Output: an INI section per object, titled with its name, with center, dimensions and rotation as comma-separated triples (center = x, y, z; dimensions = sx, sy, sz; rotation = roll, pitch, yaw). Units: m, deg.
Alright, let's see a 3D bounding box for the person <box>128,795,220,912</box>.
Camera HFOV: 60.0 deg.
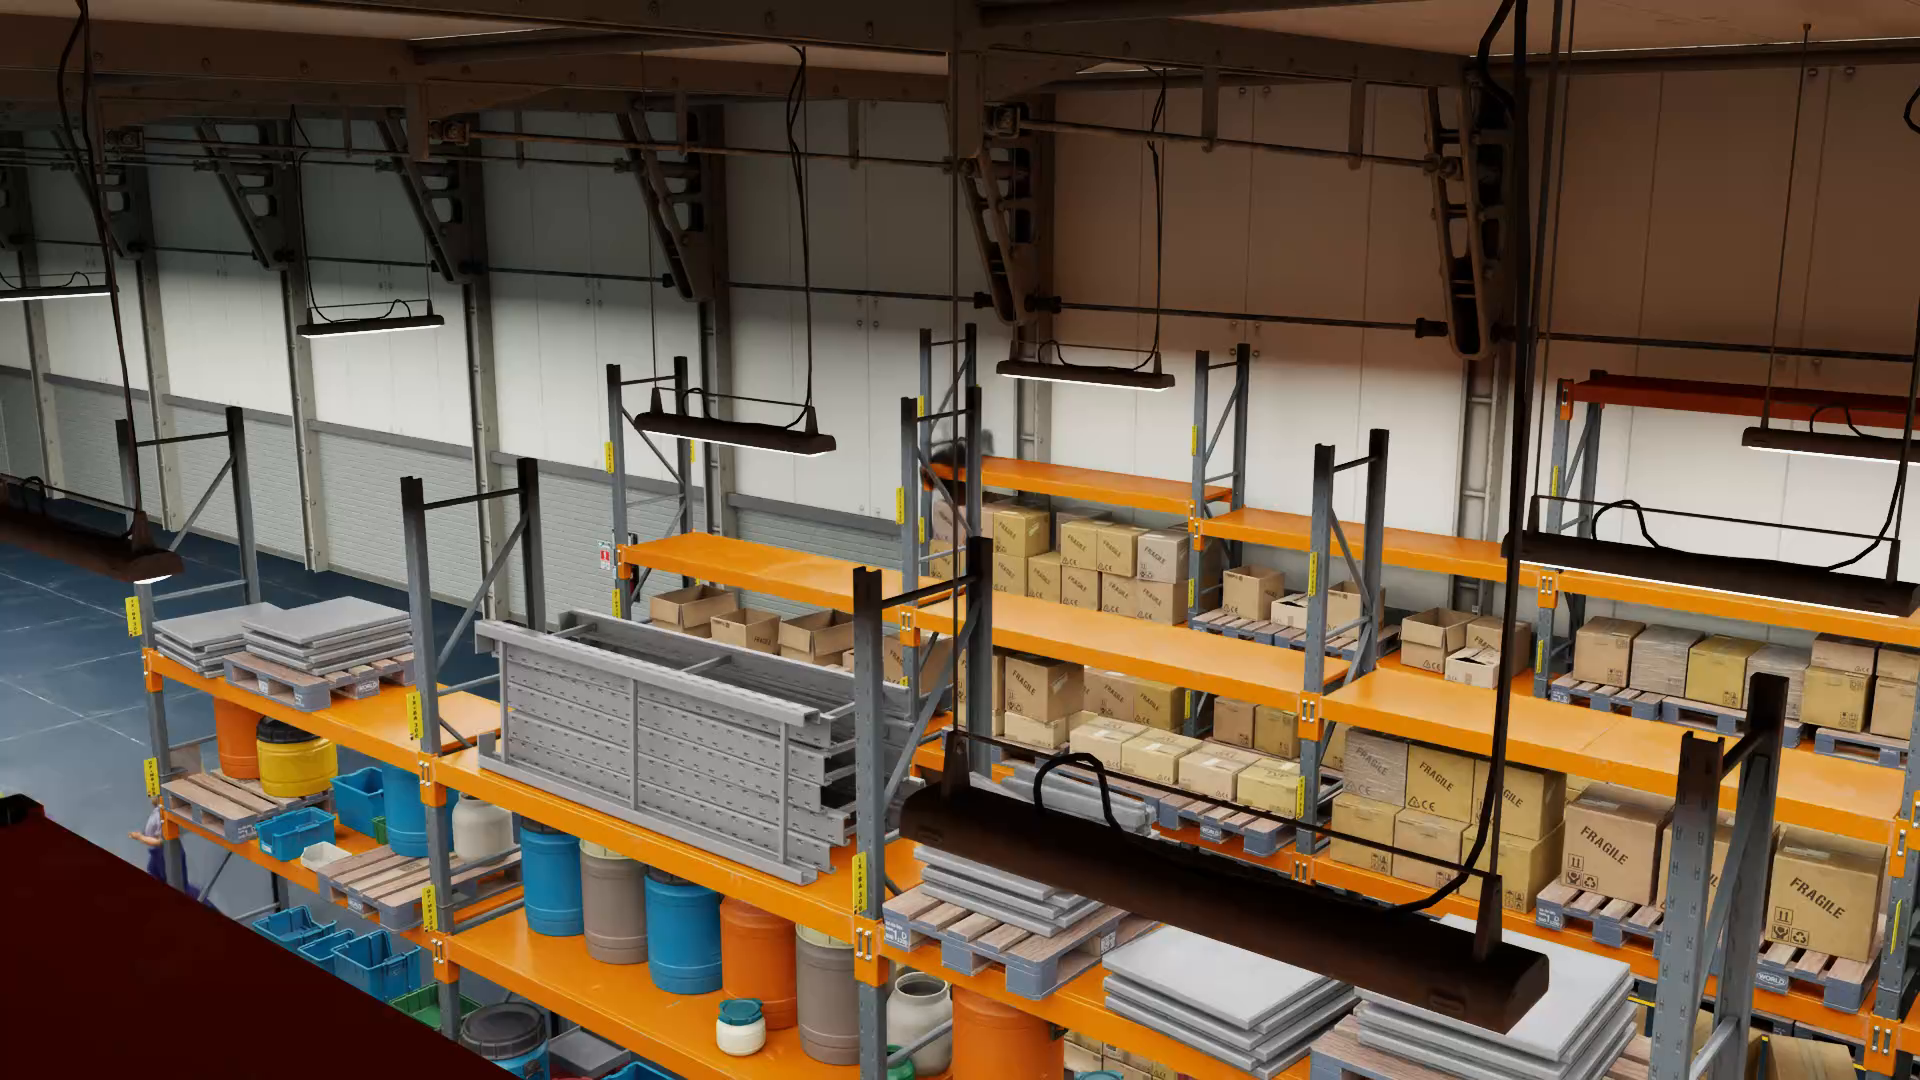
[person]
center = -8.343, 3.371, 17.566
dimensions = 0.837, 1.689, 0.588
rotation = -6, 14, -25
